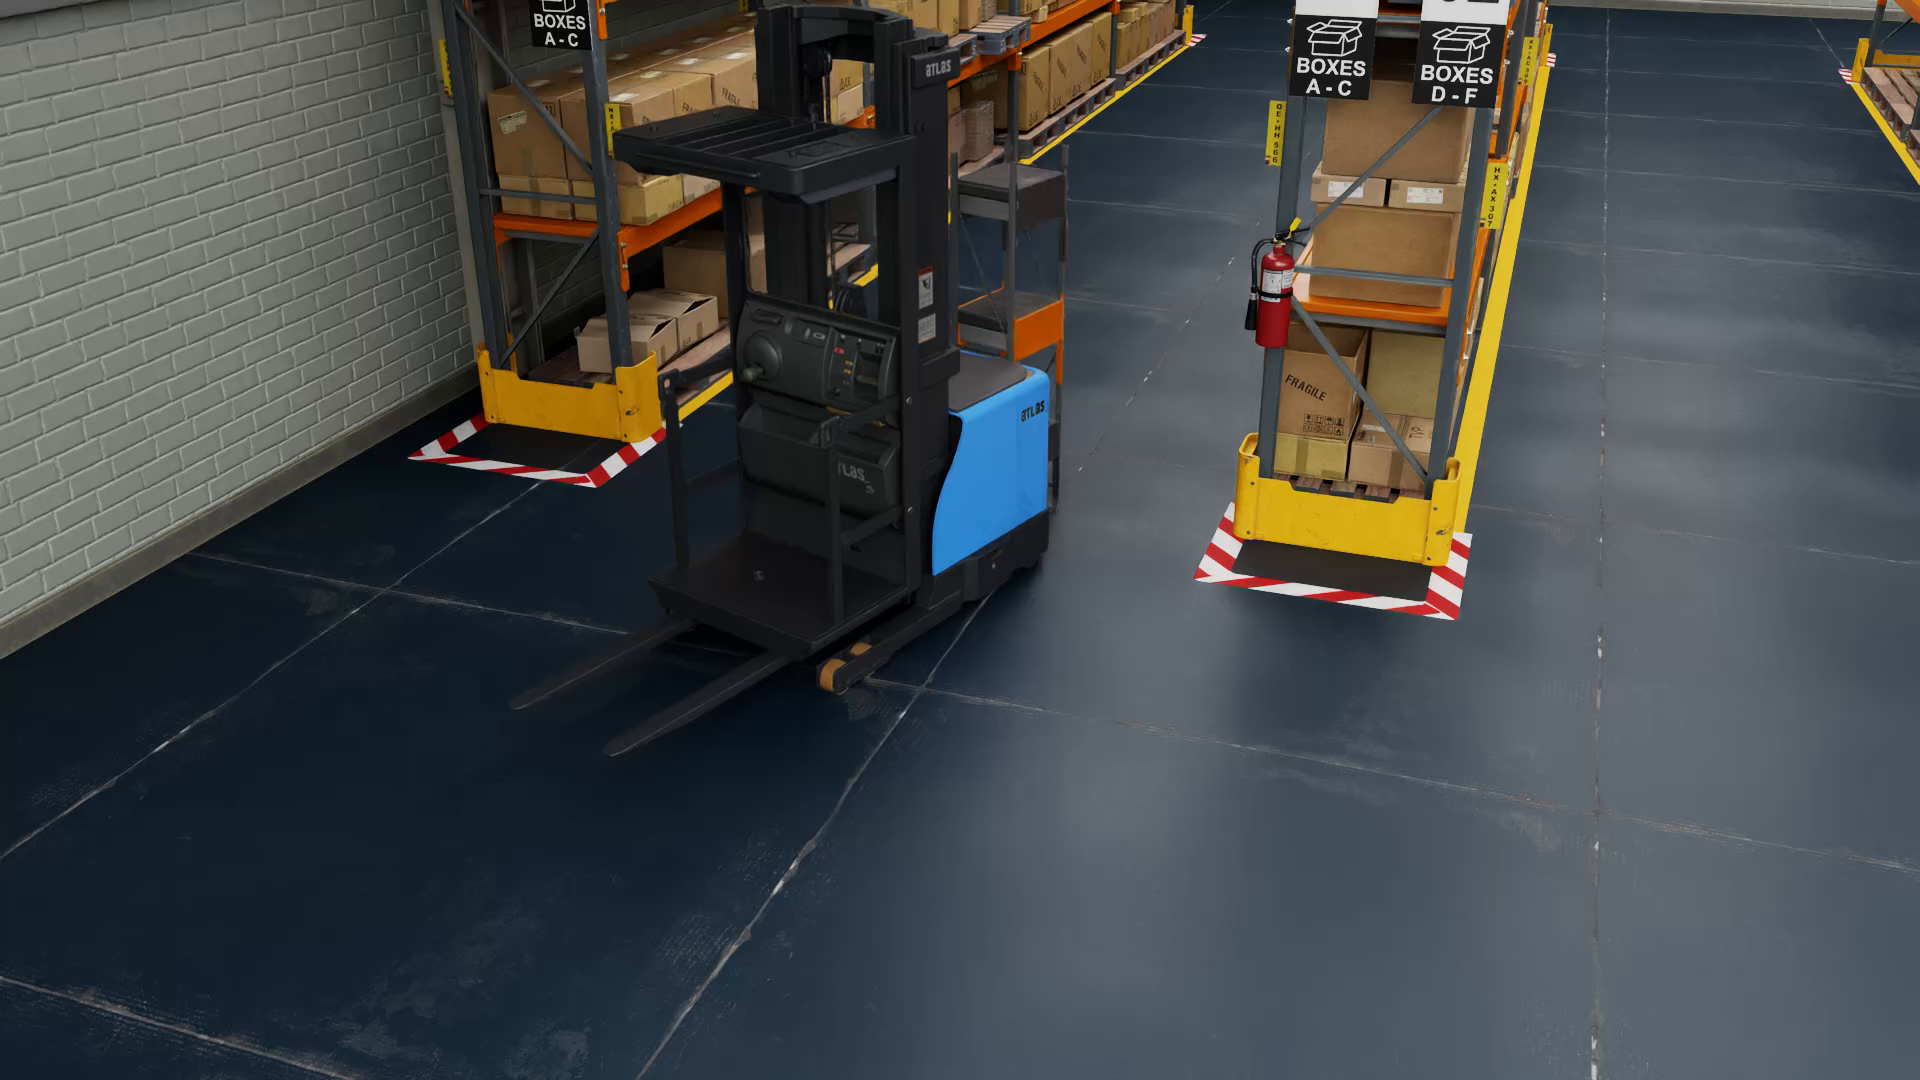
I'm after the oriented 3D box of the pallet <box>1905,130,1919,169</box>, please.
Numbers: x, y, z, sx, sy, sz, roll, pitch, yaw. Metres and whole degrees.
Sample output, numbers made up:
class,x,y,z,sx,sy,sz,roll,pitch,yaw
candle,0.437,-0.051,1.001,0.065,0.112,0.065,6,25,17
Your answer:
class,x,y,z,sx,sy,sz,roll,pitch,yaw
pallet,10.495,-4.010,17.290,1.003,0.211,1.213,9,27,17

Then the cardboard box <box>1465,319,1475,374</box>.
class,x,y,z,sx,sy,sz,roll,pitch,yaw
cardboard box,3.183,-1.326,11.219,0.500,0.250,0.500,9,27,17

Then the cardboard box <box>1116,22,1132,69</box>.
class,x,y,z,sx,sy,sz,roll,pitch,yaw
cardboard box,1.794,-6.369,21.349,0.700,0.500,0.500,9,27,18

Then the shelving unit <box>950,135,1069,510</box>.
class,x,y,z,sx,sy,sz,roll,pitch,yaw
shelving unit,0.261,-1.084,9.079,0.431,2.100,0.503,18,31,32

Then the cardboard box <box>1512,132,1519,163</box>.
class,x,y,z,sx,sy,sz,roll,pitch,yaw
cardboard box,4.848,-3.605,15.283,0.500,0.311,0.500,9,27,19

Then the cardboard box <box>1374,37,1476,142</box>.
class,x,y,z,sx,sy,sz,roll,pitch,yaw
cardboard box,2.650,-2.629,9.635,0.700,0.500,0.500,9,27,18

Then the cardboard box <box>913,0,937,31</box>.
class,x,y,z,sx,sy,sz,roll,pitch,yaw
cardboard box,-0.629,-4.676,14.846,0.700,0.500,0.500,13,29,24

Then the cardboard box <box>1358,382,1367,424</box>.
class,x,y,z,sx,sy,sz,roll,pitch,yaw
cardboard box,2.183,-0.786,10.105,0.500,0.250,0.500,9,27,17

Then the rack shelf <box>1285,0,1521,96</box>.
class,x,y,z,sx,sy,sz,roll,pitch,yaw
rack shelf,2.794,-3.213,9.827,1.077,0.370,4.000,9,27,17

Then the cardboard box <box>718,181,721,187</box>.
class,x,y,z,sx,sy,sz,roll,pitch,yaw
cardboard box,-1.748,-2.601,11.330,0.500,0.250,0.500,8,27,17

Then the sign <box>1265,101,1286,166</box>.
class,x,y,z,sx,sy,sz,roll,pitch,yaw
sign,1.621,-2.077,8.496,0.100,0.325,0.005,9,27,17

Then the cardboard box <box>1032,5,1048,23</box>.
class,x,y,z,sx,sy,sz,roll,pitch,yaw
cardboard box,0.706,-5.566,17.568,0.380,0.149,0.250,10,27,19

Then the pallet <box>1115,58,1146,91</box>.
class,x,y,z,sx,sy,sz,roll,pitch,yaw
pallet,1.776,-6.059,21.521,1.003,0.211,1.213,9,27,17

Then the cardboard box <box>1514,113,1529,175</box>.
class,x,y,z,sx,sy,sz,roll,pitch,yaw
cardboard box,5.211,-3.871,16.166,0.500,0.500,0.500,10,28,20

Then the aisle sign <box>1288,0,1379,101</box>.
class,x,y,z,sx,sy,sz,roll,pitch,yaw
aisle sign,1.829,-2.550,8.092,0.394,0.787,0.004,9,27,17

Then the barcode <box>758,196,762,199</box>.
class,x,y,z,sx,sy,sz,roll,pitch,yaw
barcode,-1.619,-2.755,13.494,0.001,0.075,0.075,9,27,17

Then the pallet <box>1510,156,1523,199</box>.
class,x,y,z,sx,sy,sz,roll,pitch,yaw
pallet,5.075,-3.698,16.646,1.003,0.211,1.213,9,27,17

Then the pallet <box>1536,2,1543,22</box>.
class,x,y,z,sx,sy,sz,roll,pitch,yaw
pallet,5.433,-5.365,17.110,1.003,0.211,1.213,9,27,17

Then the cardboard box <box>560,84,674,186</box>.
class,x,y,z,sx,sy,sz,roll,pitch,yaw
cardboard box,-2.102,-2.513,10.287,0.500,0.500,0.500,9,27,18

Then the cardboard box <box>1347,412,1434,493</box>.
class,x,y,z,sx,sy,sz,roll,pitch,yaw
cardboard box,2.516,-0.504,9.522,0.500,0.250,0.500,9,27,17

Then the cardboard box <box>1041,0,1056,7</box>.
class,x,y,z,sx,sy,sz,roll,pitch,yaw
cardboard box,0.704,-5.933,17.583,0.500,0.500,0.500,10,27,19

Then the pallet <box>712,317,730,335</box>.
class,x,y,z,sx,sy,sz,roll,pitch,yaw
pallet,-1.808,-1.686,12.490,1.003,0.211,1.213,9,27,17

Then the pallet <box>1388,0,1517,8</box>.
class,x,y,z,sx,sy,sz,roll,pitch,yaw
pallet,2.388,-2.962,8.584,1.003,0.211,1.213,9,27,17

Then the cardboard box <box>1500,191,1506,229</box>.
class,x,y,z,sx,sy,sz,roll,pitch,yaw
cardboard box,4.174,-2.764,13.546,0.500,0.311,0.500,8,27,16

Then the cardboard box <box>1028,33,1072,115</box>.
class,x,y,z,sx,sy,sz,roll,pitch,yaw
cardboard box,0.784,-5.233,18.600,0.750,0.750,0.750,9,27,17

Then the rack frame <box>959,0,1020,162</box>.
class,x,y,z,sx,sy,sz,roll,pitch,yaw
rack frame,0.118,-5.369,16.897,1.000,3.000,0.127,9,27,17

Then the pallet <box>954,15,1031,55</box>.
class,x,y,z,sx,sy,sz,roll,pitch,yaw
pallet,-0.019,-4.974,16.302,1.213,0.211,1.003,9,27,17

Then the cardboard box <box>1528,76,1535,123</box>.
class,x,y,z,sx,sy,sz,roll,pitch,yaw
cardboard box,5.888,-4.716,17.913,0.500,0.500,0.500,9,27,18

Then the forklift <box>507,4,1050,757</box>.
class,x,y,z,sx,sy,sz,roll,pitch,yaw
forklift,-0.804,-0.838,7.618,1.130,2.935,3.031,18,31,33

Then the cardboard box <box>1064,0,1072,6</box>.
class,x,y,z,sx,sy,sz,roll,pitch,yaw
cardboard box,1.040,-6.105,18.683,0.380,0.149,0.250,10,27,19

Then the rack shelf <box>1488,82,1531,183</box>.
class,x,y,z,sx,sy,sz,roll,pitch,yaw
rack shelf,4.125,-3.506,13.875,1.077,0.370,4.000,9,27,17

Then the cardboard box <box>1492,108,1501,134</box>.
class,x,y,z,sx,sy,sz,roll,pitch,yaw
cardboard box,3.947,-3.230,12.767,0.380,0.149,0.250,9,27,17

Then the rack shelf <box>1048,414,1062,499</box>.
class,x,y,z,sx,sy,sz,roll,pitch,yaw
rack shelf,0.261,-0.441,9.390,0.431,0.518,0.480,18,31,32

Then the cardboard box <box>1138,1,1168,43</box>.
class,x,y,z,sx,sy,sz,roll,pitch,yaw
cardboard box,2.475,-7.213,23.091,0.700,0.500,0.500,9,27,17

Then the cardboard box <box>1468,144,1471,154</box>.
class,x,y,z,sx,sy,sz,roll,pitch,yaw
cardboard box,2.718,-2.146,9.381,0.380,0.149,0.250,8,27,17

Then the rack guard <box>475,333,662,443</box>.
class,x,y,z,sx,sy,sz,roll,pitch,yaw
rack guard,-2.519,-0.987,10.716,1.175,0.500,0.348,9,27,17

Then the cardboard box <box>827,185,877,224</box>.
class,x,y,z,sx,sy,sz,roll,pitch,yaw
cardboard box,-0.984,-3.103,14.580,0.700,0.500,0.500,10,27,19

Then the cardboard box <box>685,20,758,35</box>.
class,x,y,z,sx,sy,sz,roll,pitch,yaw
cardboard box,-1.742,-3.629,12.592,0.500,0.500,0.500,9,27,17

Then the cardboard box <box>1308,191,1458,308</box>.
class,x,y,z,sx,sy,sz,roll,pitch,yaw
cardboard box,2.296,-1.599,8.997,0.700,0.500,0.500,9,27,17

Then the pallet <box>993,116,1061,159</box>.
class,x,y,z,sx,sy,sz,roll,pitch,yaw
pallet,0.451,-4.427,18.151,1.003,0.211,1.213,9,27,17

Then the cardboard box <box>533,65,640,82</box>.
class,x,y,z,sx,sy,sz,roll,pitch,yaw
cardboard box,-2.411,-2.790,10.859,0.500,0.500,0.500,9,27,18

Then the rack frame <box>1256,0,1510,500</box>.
class,x,y,z,sx,sy,sz,roll,pitch,yaw
rack frame,2.128,-1.364,8.626,1.000,3.000,0.127,9,27,17

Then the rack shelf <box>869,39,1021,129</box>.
class,x,y,z,sx,sy,sz,roll,pitch,yaw
rack shelf,-0.548,-4.223,15.356,1.077,0.370,4.000,9,27,17

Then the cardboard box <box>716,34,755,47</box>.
class,x,y,z,sx,sy,sz,roll,pitch,yaw
cardboard box,-1.417,-3.354,12.023,0.500,0.500,0.500,8,27,16

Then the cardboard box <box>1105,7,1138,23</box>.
class,x,y,z,sx,sy,sz,roll,pitch,yaw
cardboard box,2.081,-6.775,21.443,0.380,0.149,0.250,10,27,19

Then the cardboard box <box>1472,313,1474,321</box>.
class,x,y,z,sx,sy,sz,roll,pitch,yaw
cardboard box,3.171,-1.665,11.060,0.500,0.500,0.500,9,27,17

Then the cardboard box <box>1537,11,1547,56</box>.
class,x,y,z,sx,sy,sz,roll,pitch,yaw
cardboard box,7.504,-6.753,22.120,0.500,0.500,0.500,9,27,17

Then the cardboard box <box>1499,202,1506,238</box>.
class,x,y,z,sx,sy,sz,roll,pitch,yaw
cardboard box,4.338,-2.722,14.102,0.500,0.250,0.500,9,27,18

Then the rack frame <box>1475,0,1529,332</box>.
class,x,y,z,sx,sy,sz,roll,pitch,yaw
rack frame,3.459,-3.008,12.021,1.000,3.000,0.127,9,27,17

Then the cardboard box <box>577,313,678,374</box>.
class,x,y,z,sx,sy,sz,roll,pitch,yaw
cardboard box,-2.229,-1.340,11.157,0.500,0.311,0.500,6,26,12
